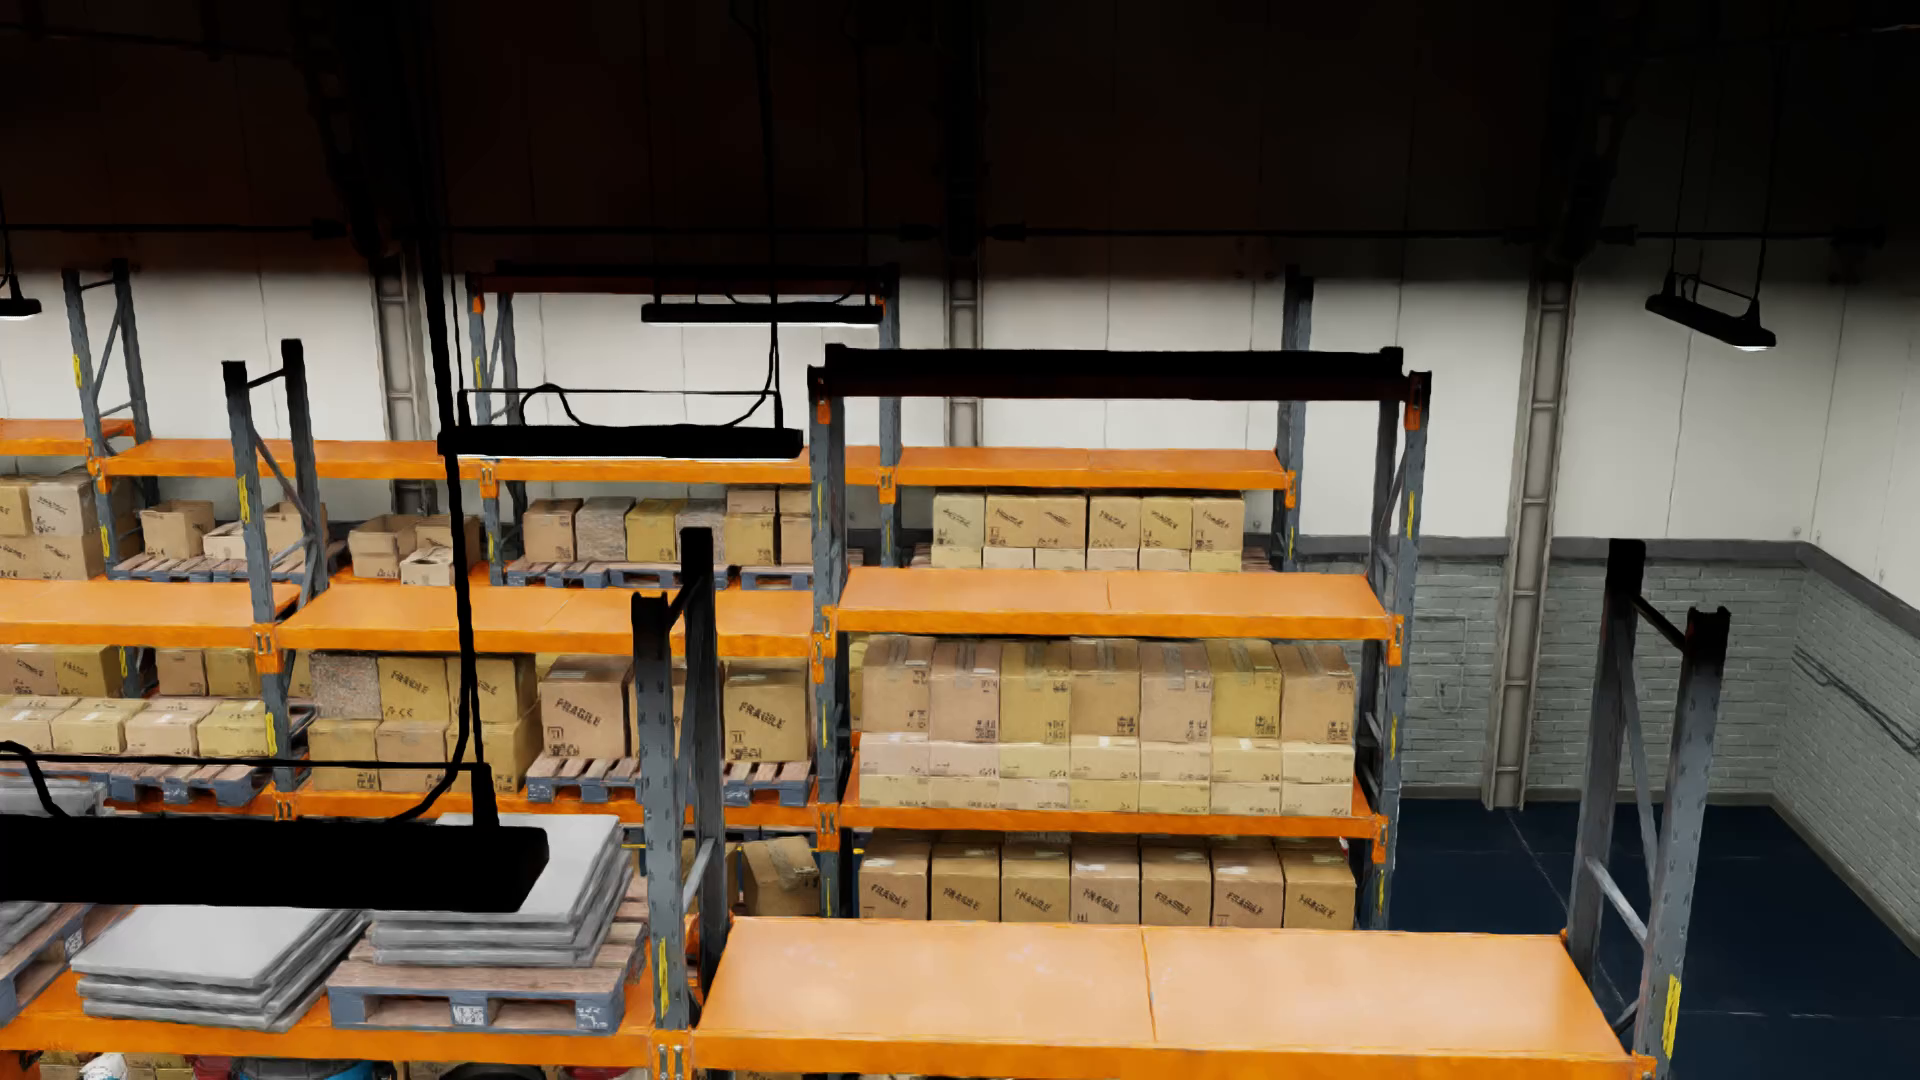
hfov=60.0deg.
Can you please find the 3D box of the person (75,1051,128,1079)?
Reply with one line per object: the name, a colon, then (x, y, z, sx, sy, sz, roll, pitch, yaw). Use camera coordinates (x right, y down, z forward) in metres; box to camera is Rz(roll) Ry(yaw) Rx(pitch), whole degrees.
person: (-5.914, 4.094, 11.589, 1.000, 1.598, 0.491, -2, 16, -6)
